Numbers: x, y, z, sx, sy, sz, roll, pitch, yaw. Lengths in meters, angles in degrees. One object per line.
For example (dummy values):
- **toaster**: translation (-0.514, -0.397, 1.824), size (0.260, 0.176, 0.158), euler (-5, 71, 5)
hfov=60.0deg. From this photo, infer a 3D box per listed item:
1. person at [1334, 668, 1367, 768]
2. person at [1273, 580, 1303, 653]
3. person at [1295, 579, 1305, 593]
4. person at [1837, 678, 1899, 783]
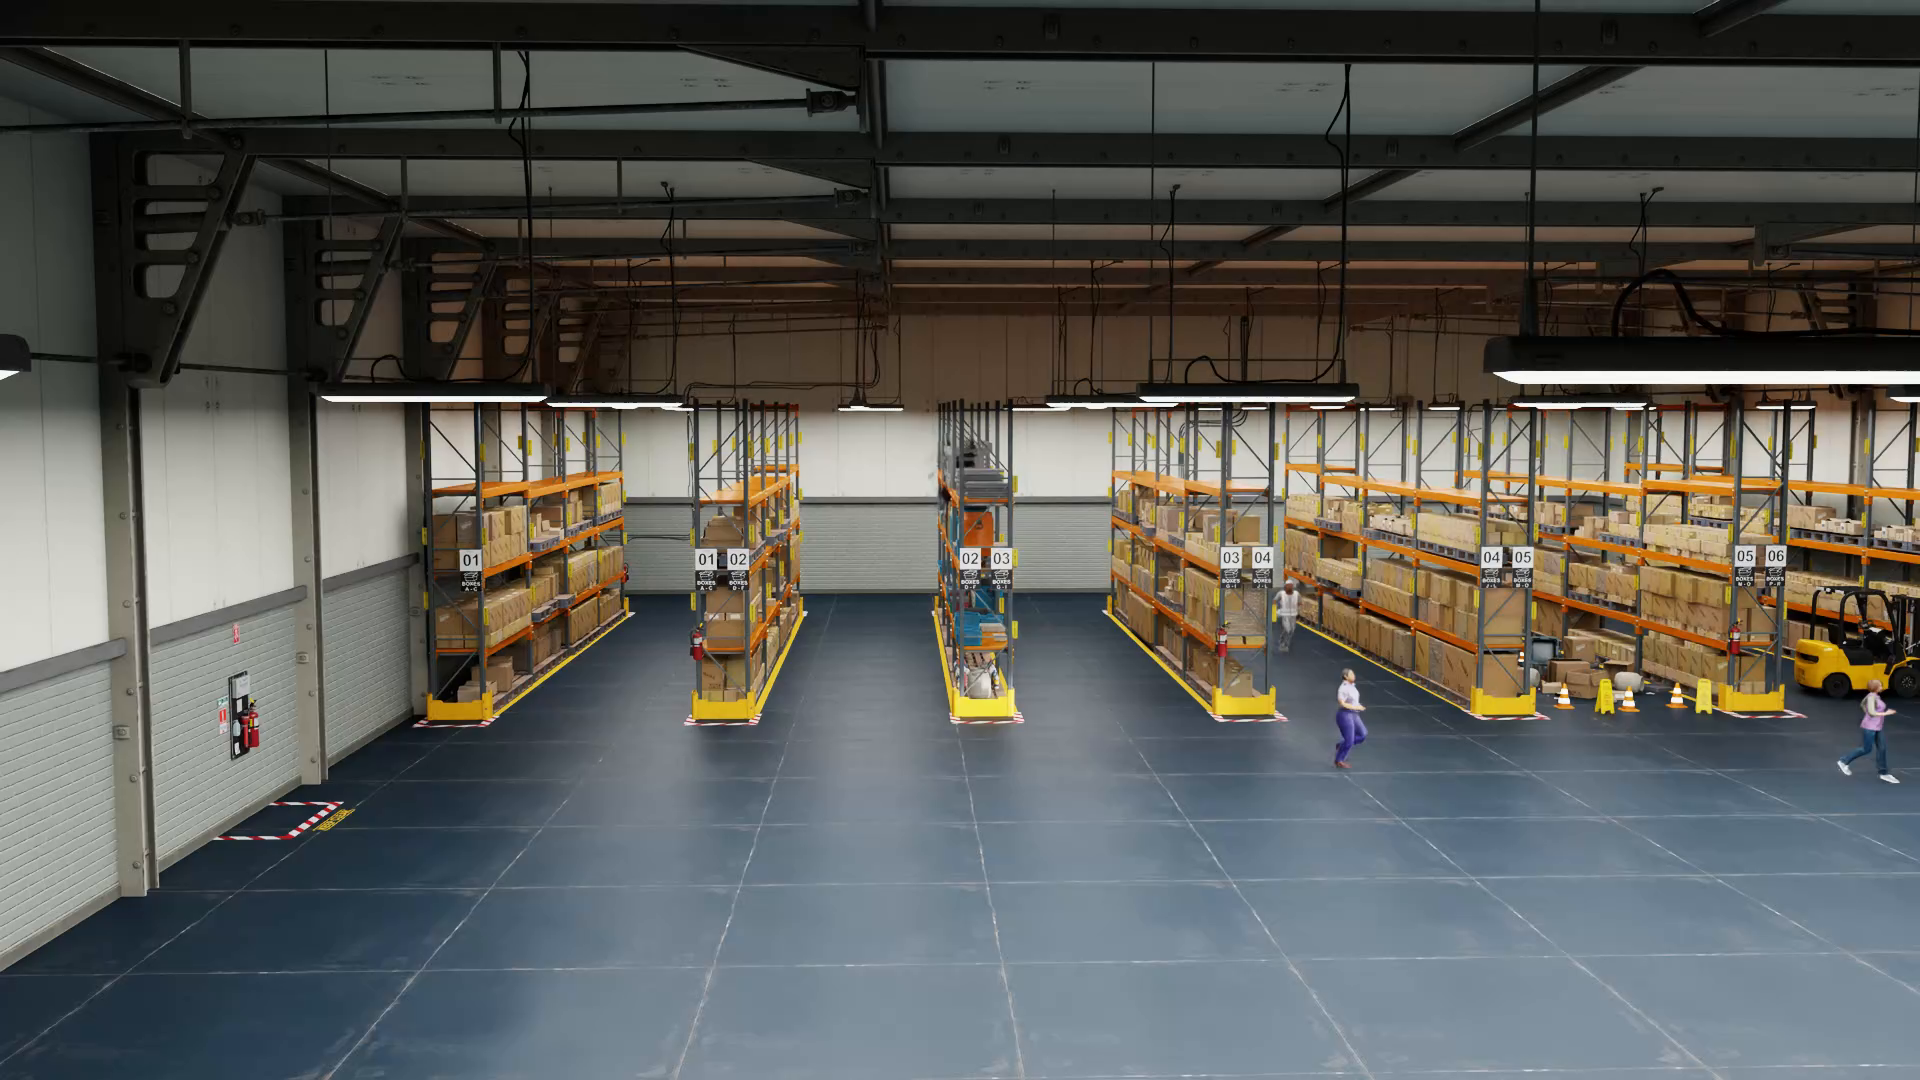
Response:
- **person**: translation (6.319, 2.874, 26.905), size (0.527, 1.615, 0.657), euler (2, 5, 29)
- **person**: translation (7.871, 1.827, 39.701), size (0.655, 1.758, 0.650), euler (-1, 4, -7)
- **person**: translation (10.044, 1.179, 49.138), size (0.726, 1.668, 0.717), euler (3, 5, 31)
- **person**: translation (14.140, 2.939, 25.838), size (0.859, 1.596, 0.565), euler (4, 6, 40)
